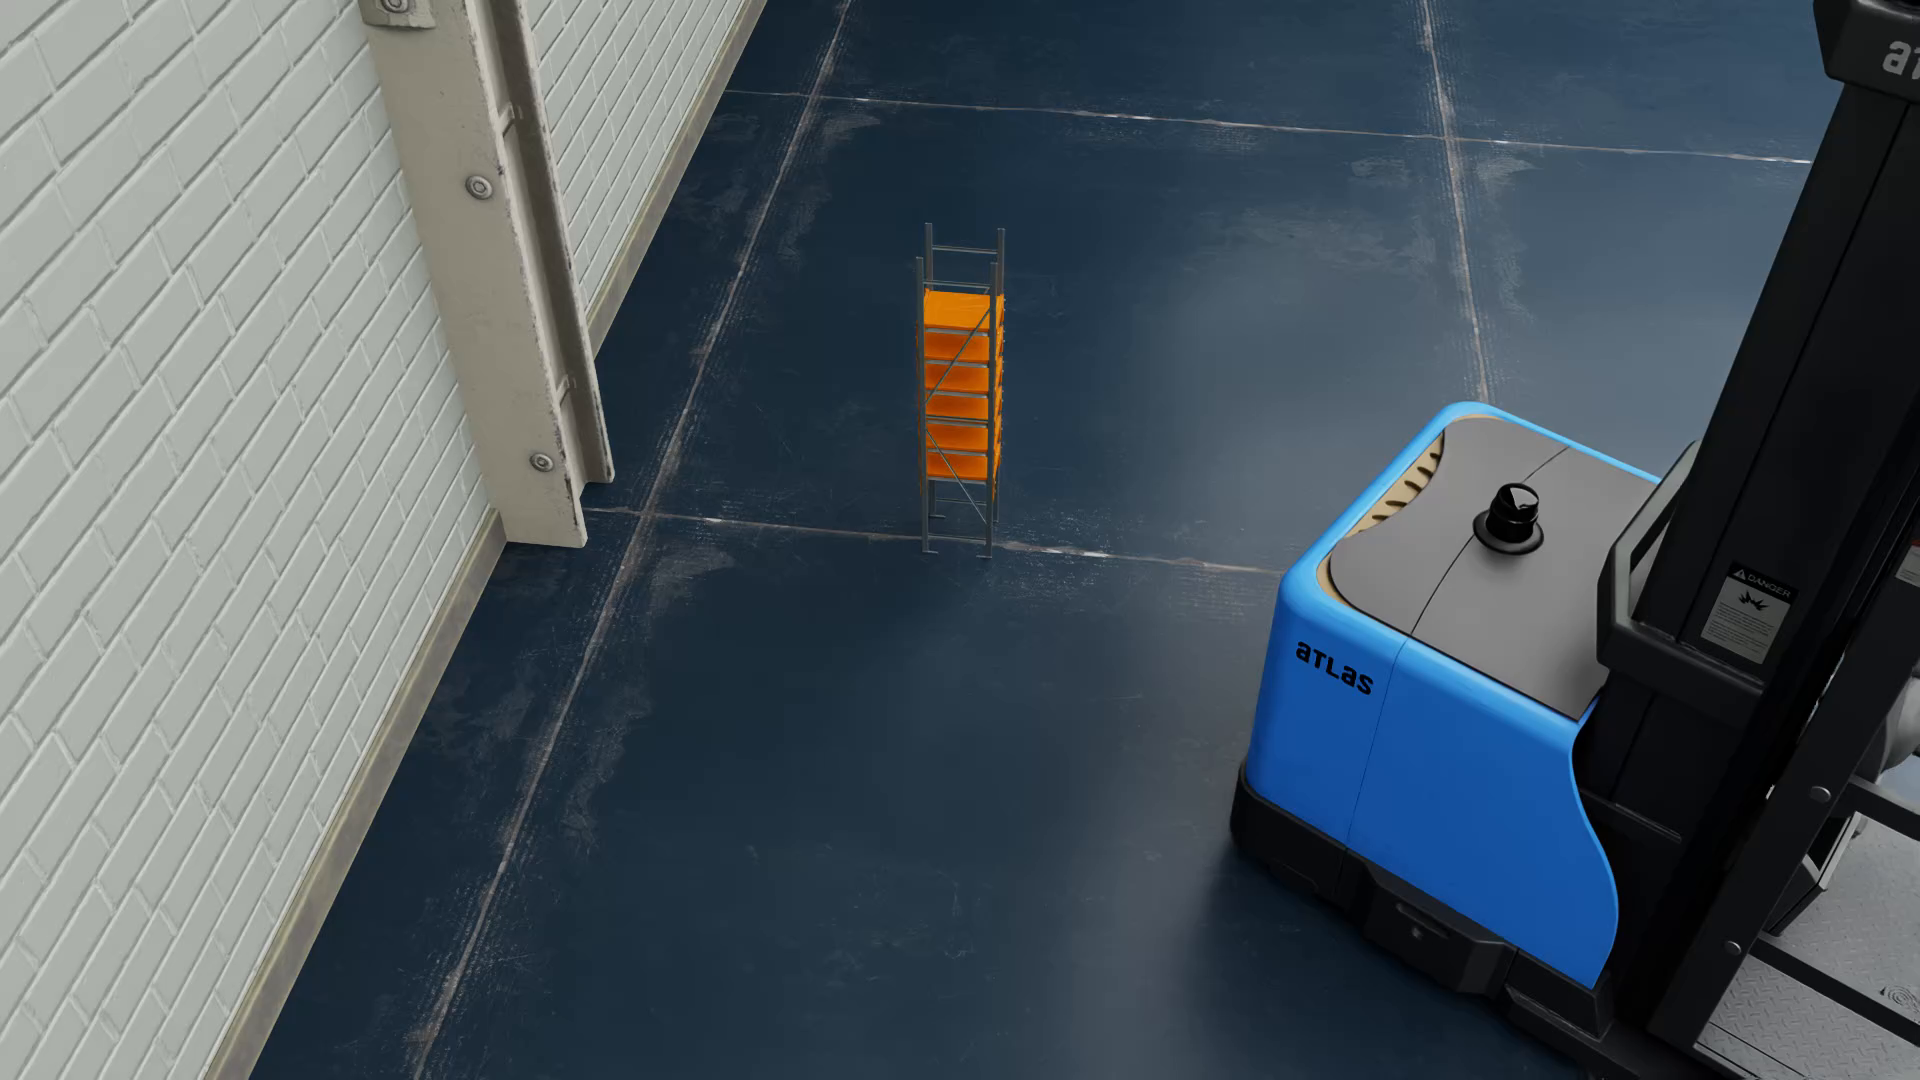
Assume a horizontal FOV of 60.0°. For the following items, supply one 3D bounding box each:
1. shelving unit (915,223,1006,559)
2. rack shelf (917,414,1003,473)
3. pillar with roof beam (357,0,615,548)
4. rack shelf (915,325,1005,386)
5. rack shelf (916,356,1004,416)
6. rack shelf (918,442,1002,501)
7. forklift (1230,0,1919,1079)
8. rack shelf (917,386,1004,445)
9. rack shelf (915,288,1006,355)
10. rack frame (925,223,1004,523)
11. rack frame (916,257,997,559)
[{"bbox_3d":[0.002,-0.446,5.348,0.258,1.200,0.189,5,44,6],"label":"shelving unit"},{"bbox_3d":[0.002,-0.326,5.461,0.258,0.103,0.180,5,44,6],"label":"rack shelf"},{"bbox_3d":[2.844,-2.998,2.371,9.100,9.000,0.400,5,44,6],"label":"pillar with roof beam"},{"bbox_3d":[0.002,-0.588,5.213,0.258,0.103,0.180,5,44,6],"label":"rack shelf"},{"bbox_3d":[0.002,-0.500,5.296,0.258,0.103,0.180,5,44,6],"label":"rack shelf"},{"bbox_3d":[0.002,-0.239,5.543,0.258,0.103,0.180,5,44,6],"label":"rack shelf"},{"bbox_3d":[2.239,0.200,3.407,3.031,2.935,1.130,29,51,27],"label":"forklift"},{"bbox_3d":[0.002,-0.413,5.378,0.258,0.103,0.180,5,44,6],"label":"rack shelf"},{"bbox_3d":[0.002,-0.675,5.131,0.258,0.103,0.180,5,44,6],"label":"rack shelf"},{"bbox_3d":[0.014,-0.508,5.414,0.240,1.200,0.006,5,44,6],"label":"rack frame"},{"bbox_3d":[-0.010,-0.383,5.282,0.240,1.200,0.006,5,44,6],"label":"rack frame"}]
